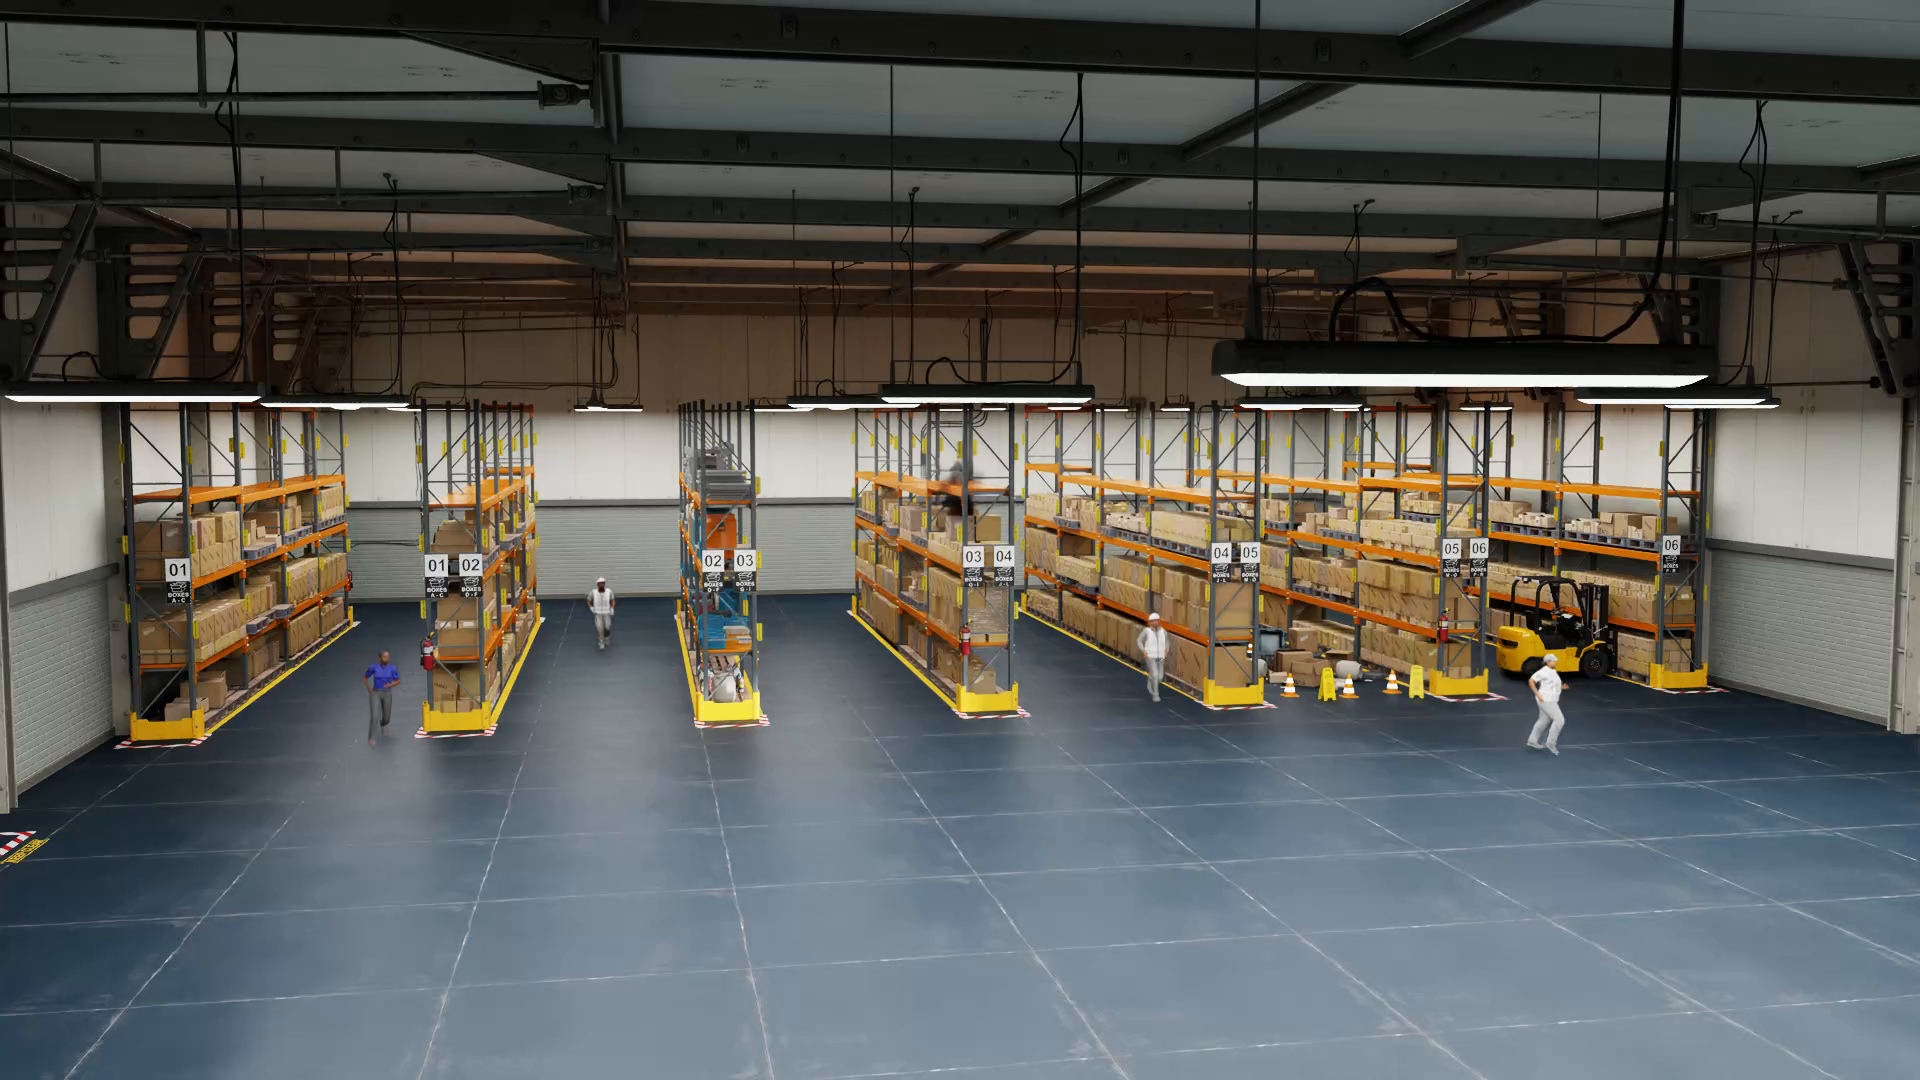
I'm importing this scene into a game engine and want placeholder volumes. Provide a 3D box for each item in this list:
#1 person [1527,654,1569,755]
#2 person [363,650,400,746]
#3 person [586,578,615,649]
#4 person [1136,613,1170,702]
[{"bbox_3d":[9.966,2.774,28.179,0.683,1.709,0.587,3,5,31],"label":"person"},{"bbox_3d":[-10.126,2.746,29.155,0.608,1.625,0.770,-2,5,-28],"label":"person"},{"bbox_3d":[-8.751,1.791,40.545,0.688,1.741,0.595,-1,4,-16],"label":"person"},{"bbox_3d":[3.882,2.333,33.438,0.677,1.752,0.767,-1,4,-16],"label":"person"}]
